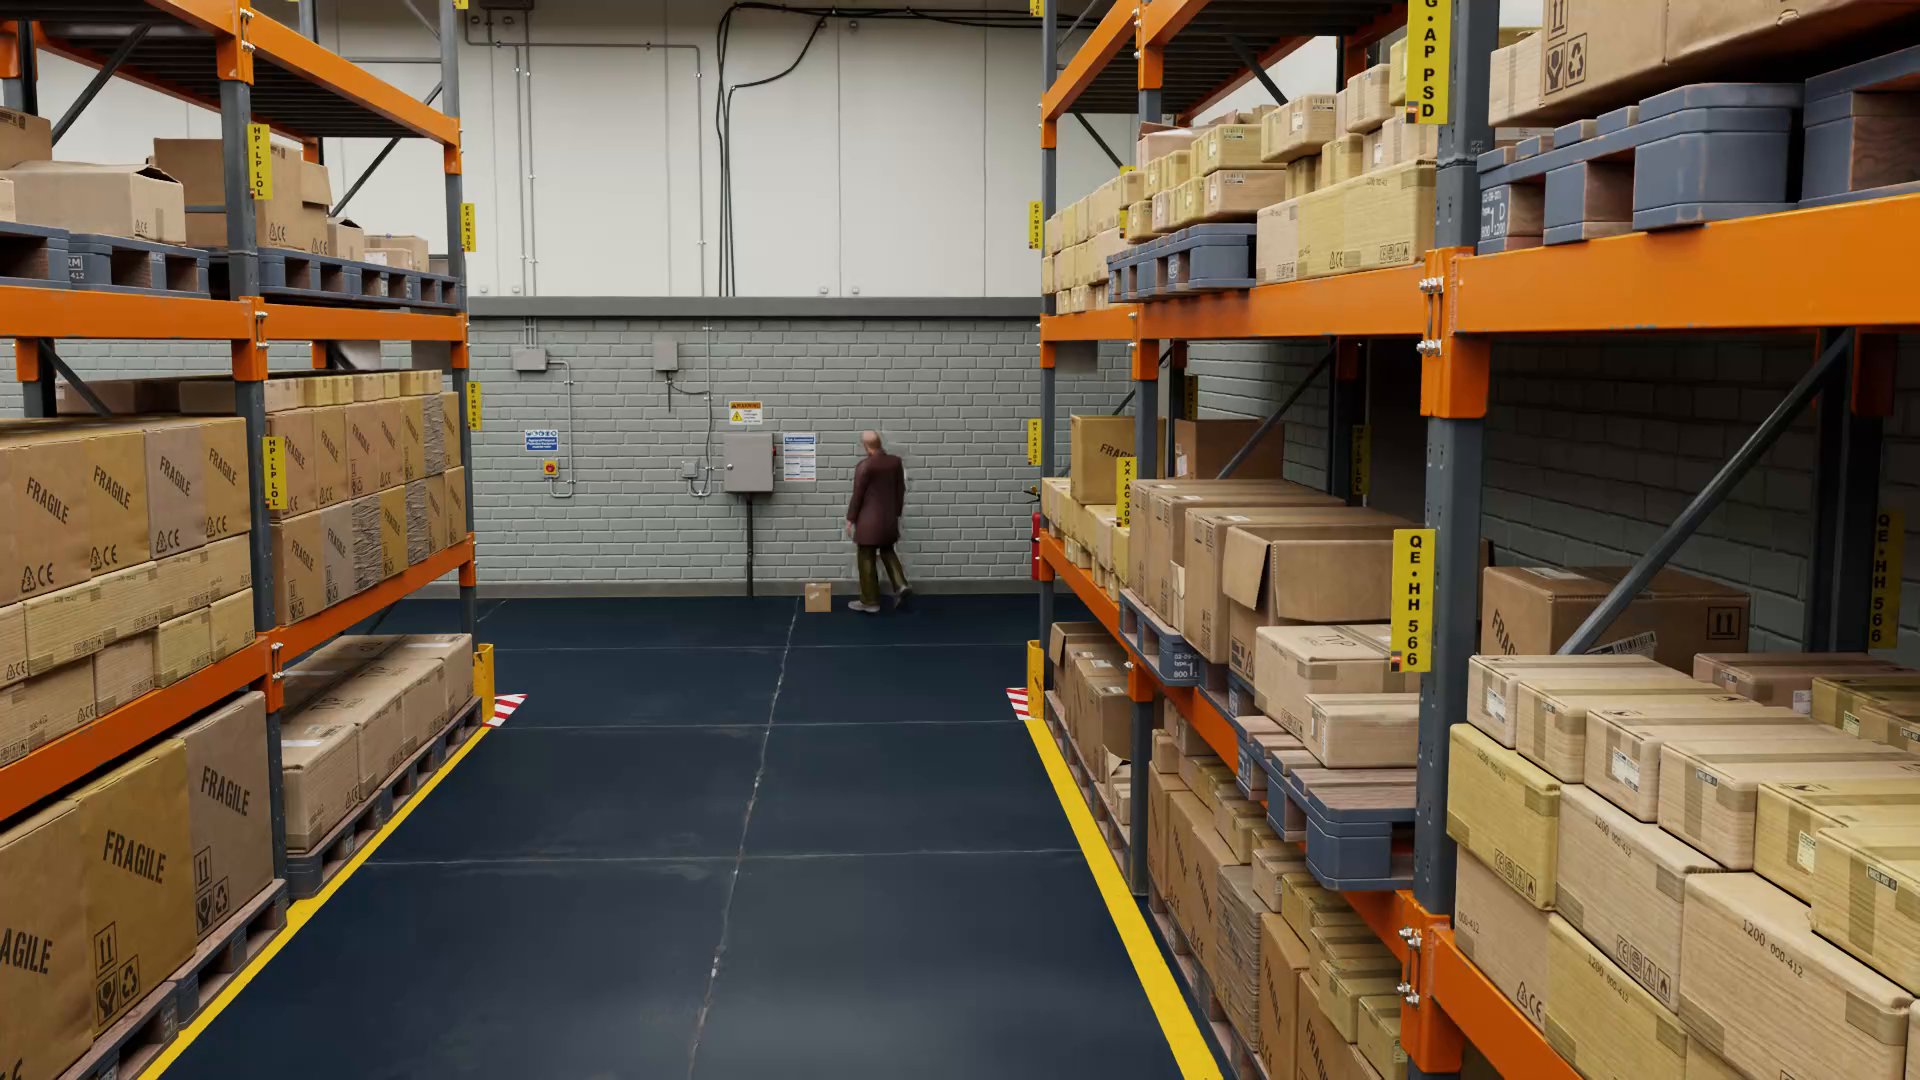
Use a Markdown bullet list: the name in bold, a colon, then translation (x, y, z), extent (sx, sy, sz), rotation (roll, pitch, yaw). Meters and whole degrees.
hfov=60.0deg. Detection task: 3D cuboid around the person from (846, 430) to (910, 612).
- **person**: translation (-0.806, -0.175, 16.233), extent (0.620, 1.789, 0.515), rotation (-6, 9, -42)
